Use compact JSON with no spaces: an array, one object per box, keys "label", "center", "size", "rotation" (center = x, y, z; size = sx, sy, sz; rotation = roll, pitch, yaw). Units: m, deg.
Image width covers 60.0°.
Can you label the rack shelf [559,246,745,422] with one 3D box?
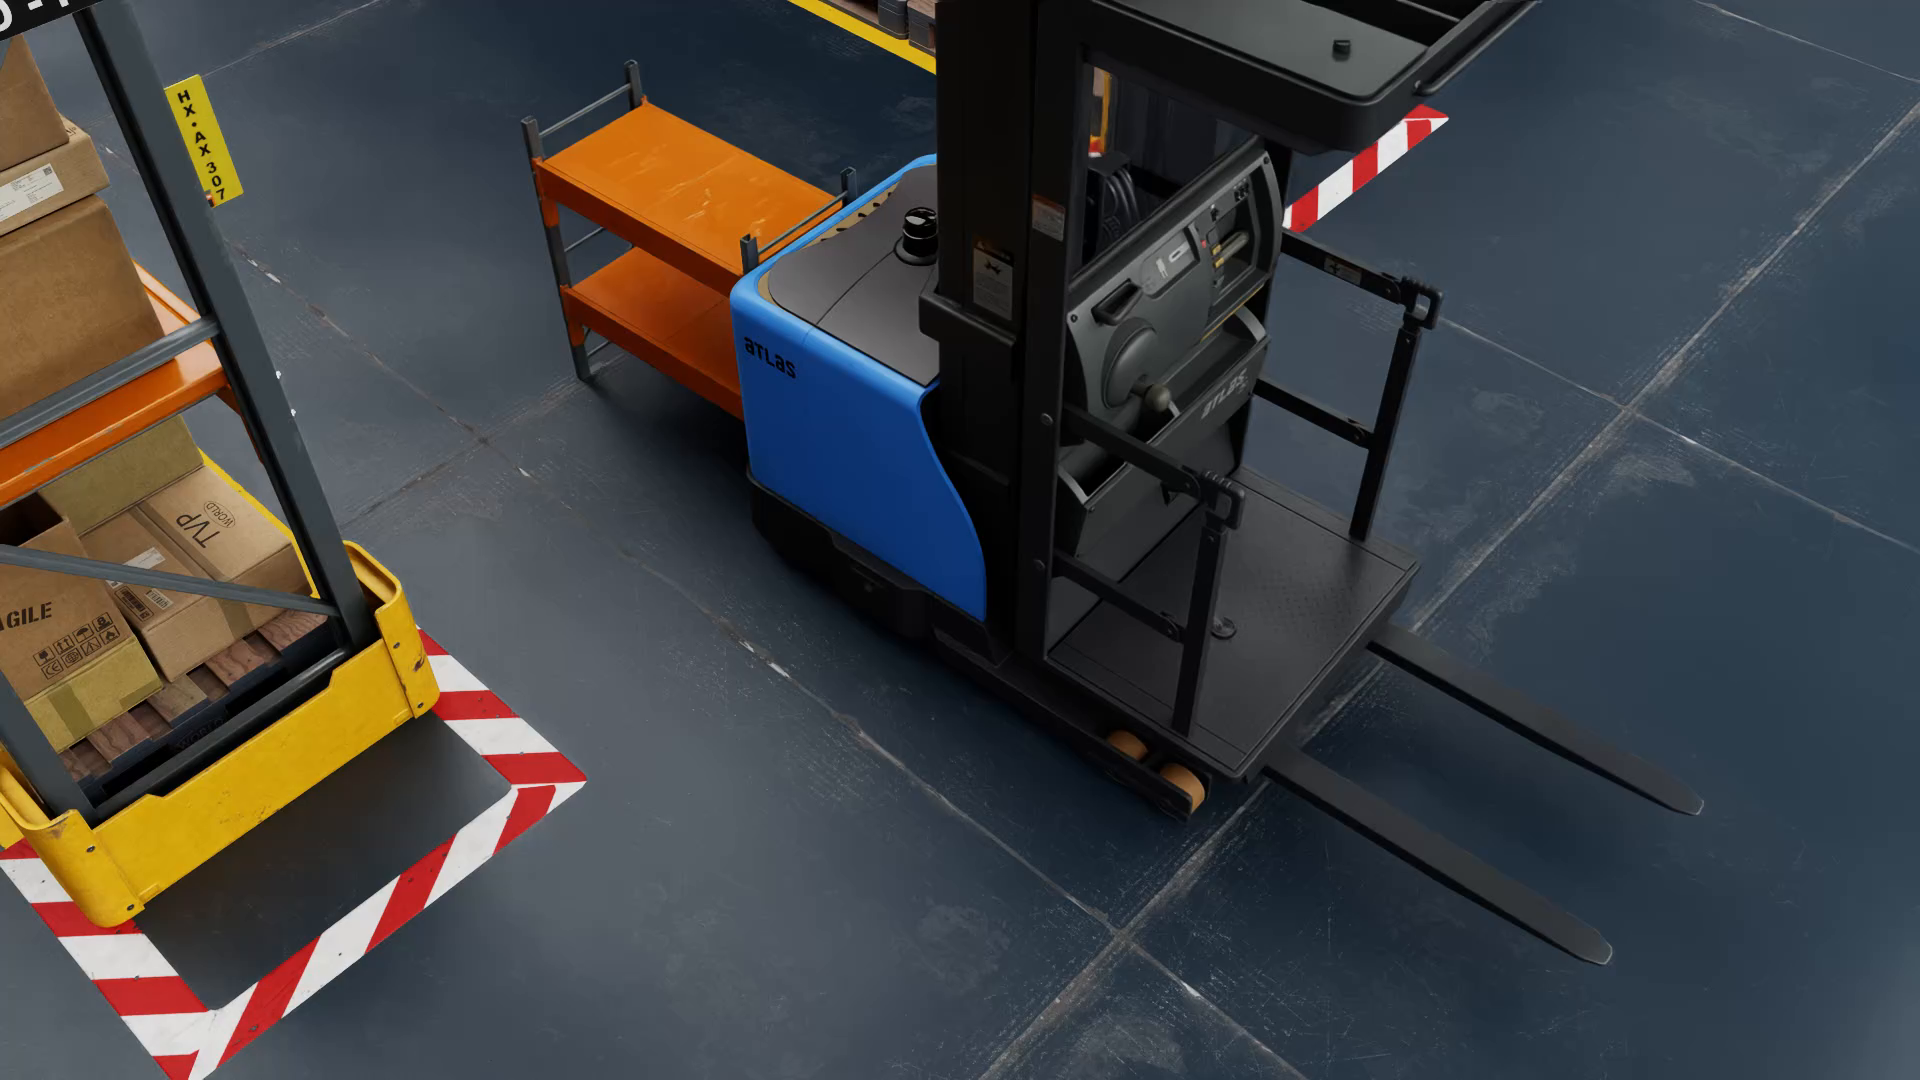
[{"label":"rack shelf","center":[-0.894,-0.734,6.003],"size":[1.000,0.278,0.538],"rotation":[31,54,26]}]

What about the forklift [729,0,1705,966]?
[{"label":"forklift","center":[0.745,-0.615,4.317],"size":[3.031,2.935,1.130],"rotation":[31,54,26]}]

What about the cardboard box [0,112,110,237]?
[{"label":"cardboard box","center":[-2.309,-0.882,4.007],"size":[0.250,0.149,0.380],"rotation":[34,55,27]}]

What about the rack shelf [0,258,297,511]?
[{"label":"rack shelf","center":[-3.636,-1.059,5.180],"size":[4.000,0.370,1.077],"rotation":[34,55,28]}]

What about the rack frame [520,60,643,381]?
[{"label":"rack frame","center":[-1.287,-1.137,6.046],"size":[0.032,1.125,0.500],"rotation":[31,54,26]}]

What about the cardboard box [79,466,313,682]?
[{"label":"cardboard box","center":[-2.410,0.097,5.200],"size":[0.500,0.250,0.500],"rotation":[34,55,28]}]

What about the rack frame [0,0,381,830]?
[{"label":"rack frame","center":[-2.167,-0.316,3.989],"size":[0.127,3.000,1.000],"rotation":[34,55,28]}]

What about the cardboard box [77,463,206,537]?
[{"label":"cardboard box","center":[-2.780,-0.149,5.430],"size":[0.500,0.250,0.500],"rotation":[34,55,28]}]

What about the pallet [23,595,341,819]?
[{"label":"pallet","center":[-2.757,0.282,5.340],"size":[1.213,0.211,1.003],"rotation":[34,55,28]}]

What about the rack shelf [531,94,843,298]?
[{"label":"rack shelf","center":[-0.894,-1.101,5.611],"size":[1.000,0.278,0.538],"rotation":[31,54,26]}]

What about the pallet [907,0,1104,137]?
[{"label":"pallet","center":[0.514,-2.431,7.887],"size":[1.213,0.211,1.003],"rotation":[34,55,28]}]

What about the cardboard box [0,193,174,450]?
[{"label":"cardboard box","center":[-2.501,-0.588,4.176],"size":[0.500,0.500,0.700],"rotation":[34,55,28]}]

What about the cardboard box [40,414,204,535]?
[{"label":"cardboard box","center":[-2.779,-0.406,5.157],"size":[0.500,0.500,0.500],"rotation":[34,55,28]}]

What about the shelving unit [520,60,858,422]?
[{"label":"shelving unit","center":[-0.894,-0.901,5.824],"size":[1.048,1.125,0.538],"rotation":[31,54,26]}]

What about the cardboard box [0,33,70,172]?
[{"label":"cardboard box","center":[-2.540,-1.058,3.728],"size":[0.500,0.500,0.700],"rotation":[34,55,28]}]

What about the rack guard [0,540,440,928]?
[{"label":"rack guard","center":[-2.149,0.551,4.890],"size":[0.348,0.500,1.175],"rotation":[34,55,28]}]

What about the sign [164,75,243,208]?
[{"label":"sign","center":[-1.786,-0.934,3.921],"size":[0.005,0.325,0.100],"rotation":[34,55,28]}]

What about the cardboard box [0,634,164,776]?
[{"label":"cardboard box","center":[-2.761,0.374,4.939],"size":[0.500,0.250,0.500],"rotation":[34,55,28]}]

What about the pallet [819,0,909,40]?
[{"label":"pallet","center":[-0.378,-3.034,8.454],"size":[1.213,0.211,1.003],"rotation":[34,55,28]}]

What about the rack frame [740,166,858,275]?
[{"label":"rack frame","center":[-0.502,-0.665,5.603],"size":[0.032,1.125,0.500],"rotation":[31,54,26]}]

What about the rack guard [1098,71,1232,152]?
[{"label":"rack guard","center":[1.108,-2.125,7.402],"size":[0.348,0.500,1.175],"rotation":[34,55,28]}]

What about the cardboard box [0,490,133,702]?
[{"label":"cardboard box","center":[-2.763,0.119,4.665],"size":[0.500,0.500,0.500],"rotation":[34,55,28]}]
